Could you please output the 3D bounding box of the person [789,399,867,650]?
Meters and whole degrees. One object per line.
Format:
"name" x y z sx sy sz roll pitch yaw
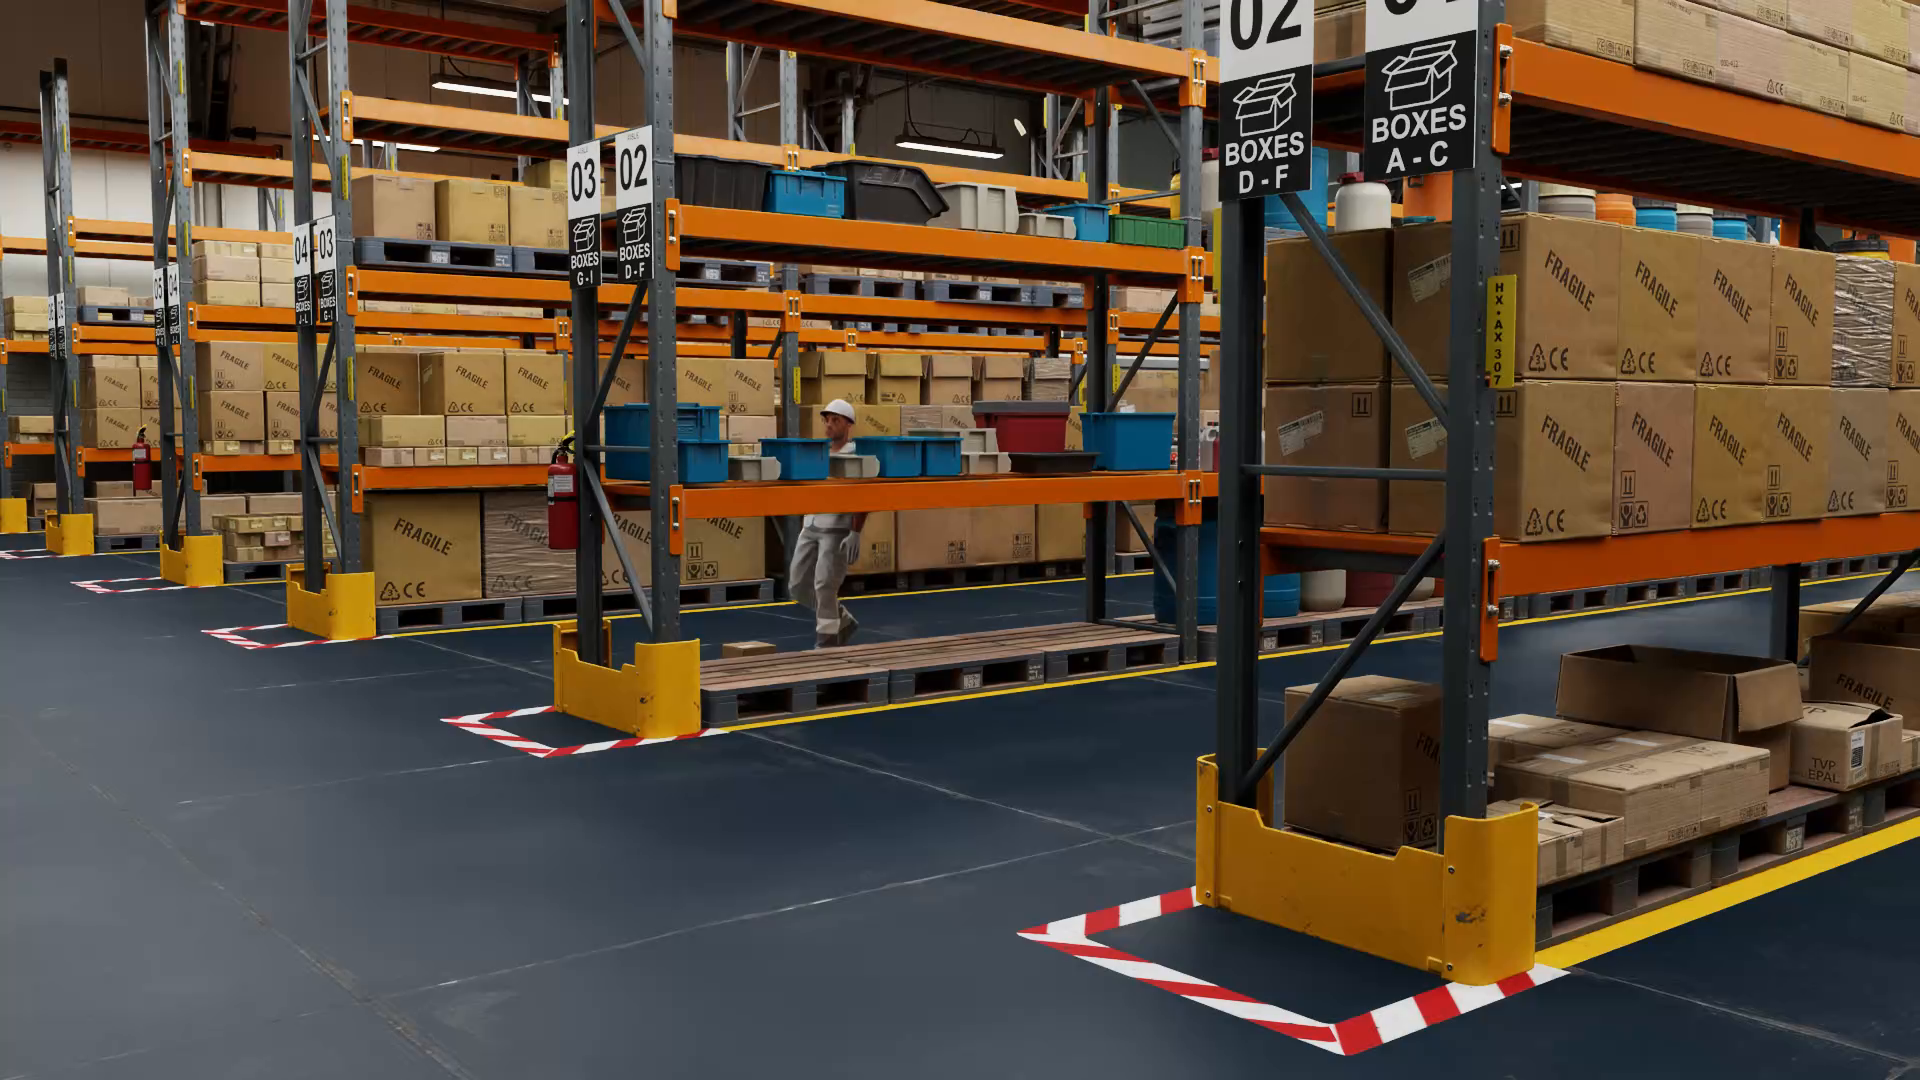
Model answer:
"person" -0.876 -0.036 10.929 0.703 1.778 0.578 -4 6 -44
